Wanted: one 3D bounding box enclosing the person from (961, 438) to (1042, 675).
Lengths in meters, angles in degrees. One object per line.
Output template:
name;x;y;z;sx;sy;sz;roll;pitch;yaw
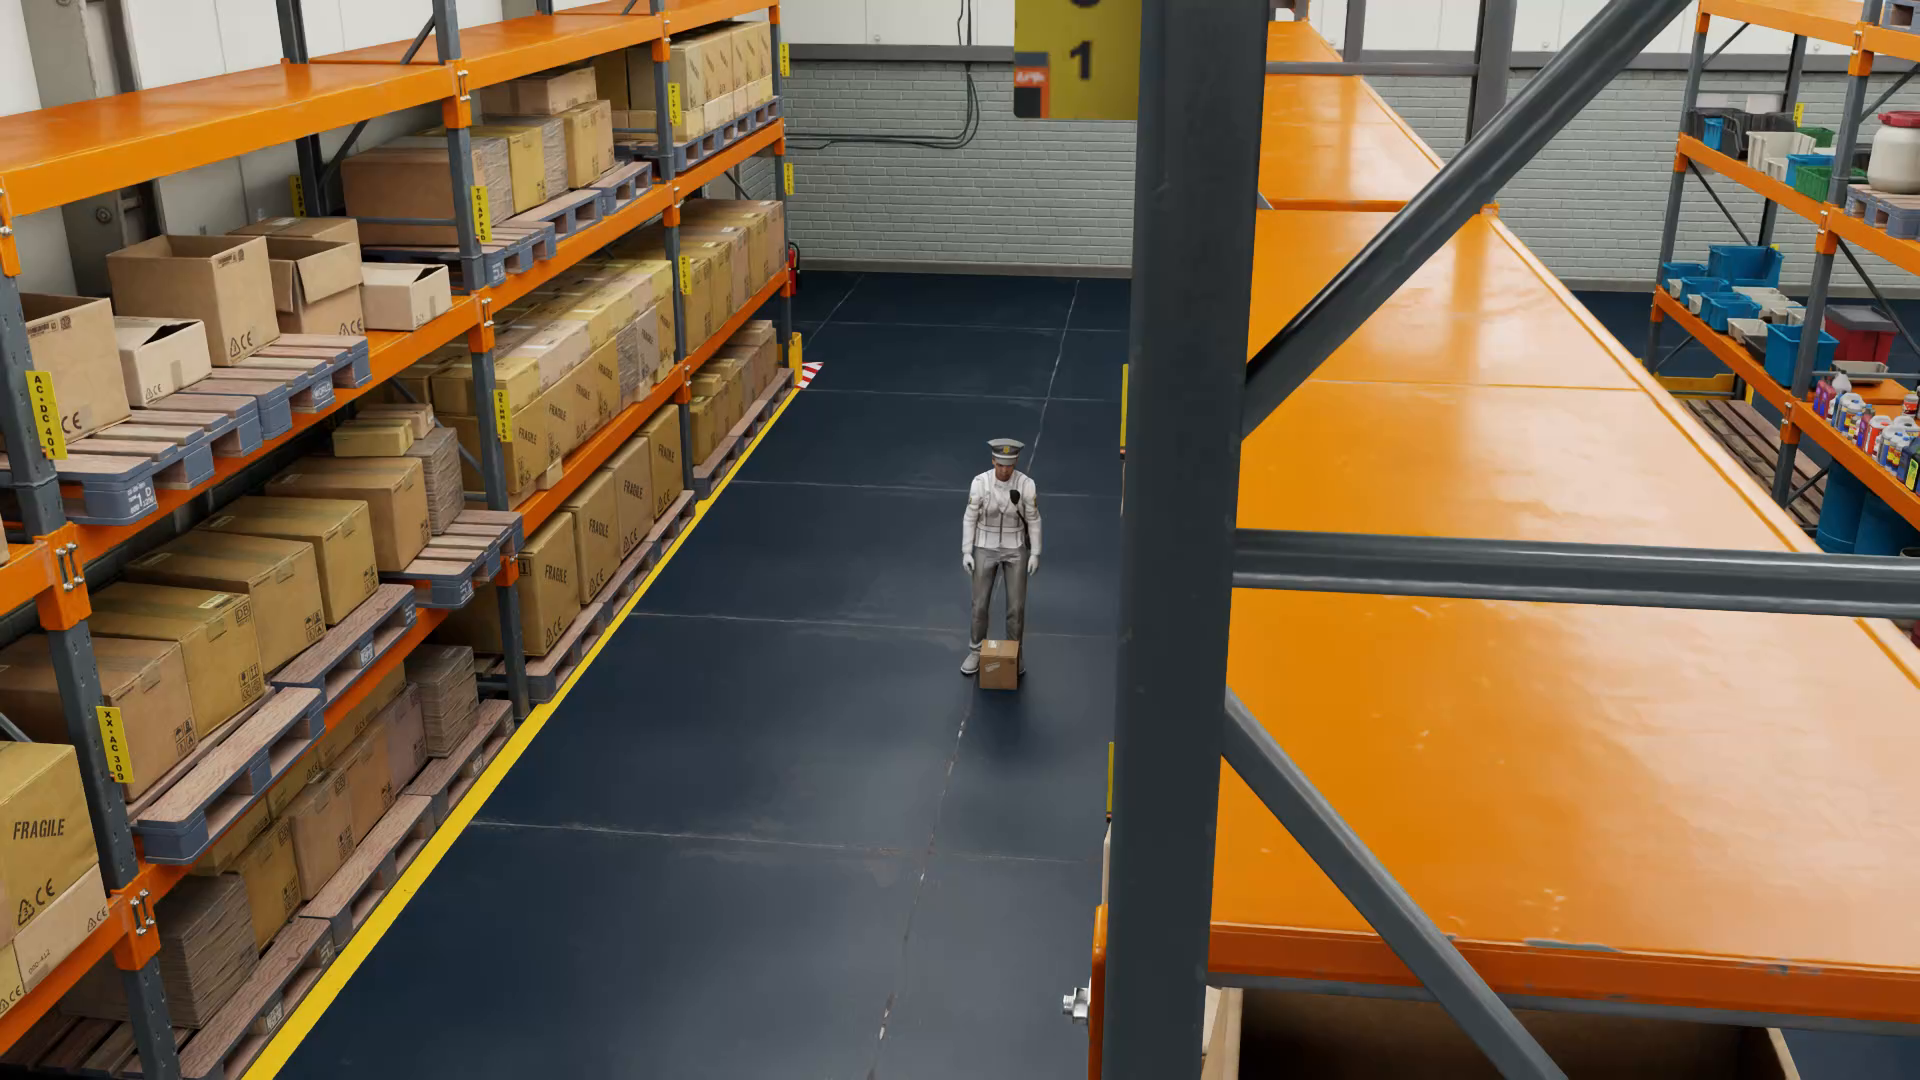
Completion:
person;0.281;0.097;11.223;0.540;1.666;0.372;1;21;3
